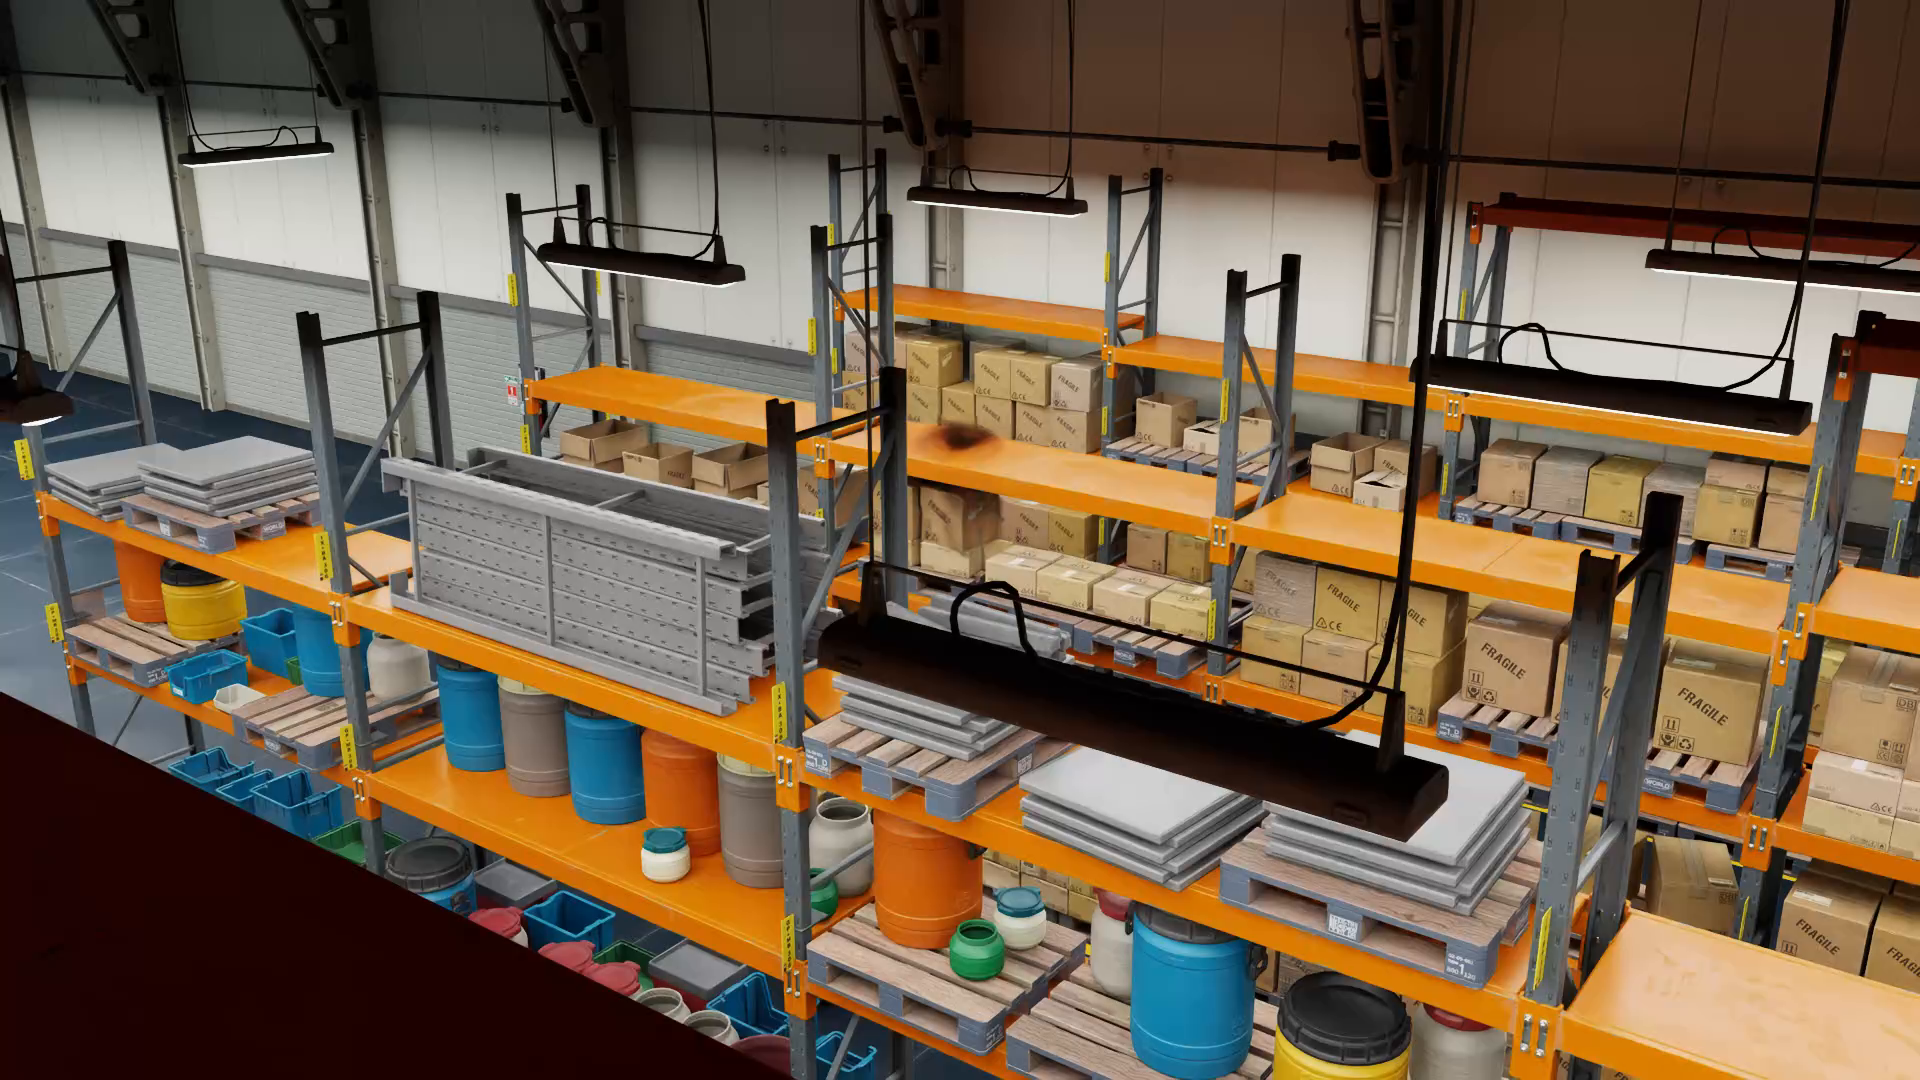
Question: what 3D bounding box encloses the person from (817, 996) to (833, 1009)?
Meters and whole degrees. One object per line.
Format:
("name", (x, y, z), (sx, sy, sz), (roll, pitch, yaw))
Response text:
("person", (-1.298, 2.972, 13.571), (0.507, 1.706, 0.609), (-16, 24, -40))
